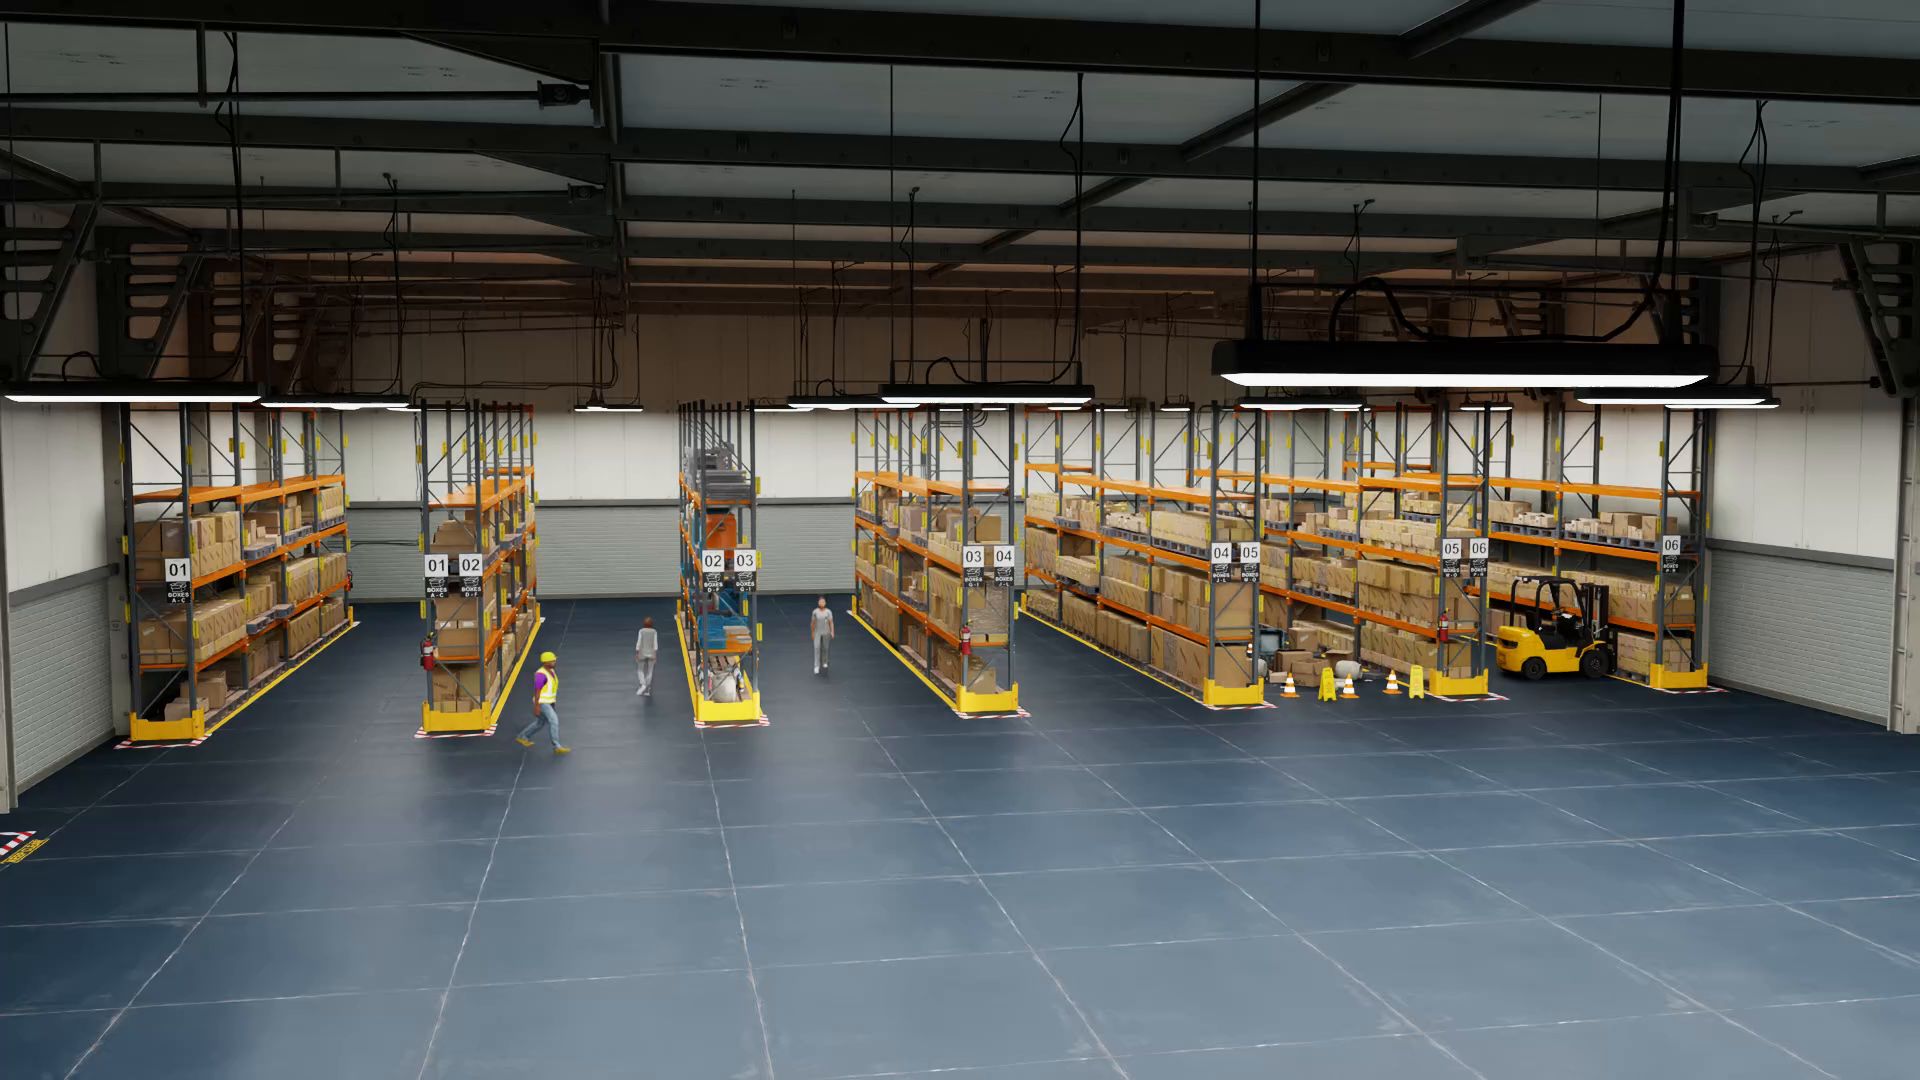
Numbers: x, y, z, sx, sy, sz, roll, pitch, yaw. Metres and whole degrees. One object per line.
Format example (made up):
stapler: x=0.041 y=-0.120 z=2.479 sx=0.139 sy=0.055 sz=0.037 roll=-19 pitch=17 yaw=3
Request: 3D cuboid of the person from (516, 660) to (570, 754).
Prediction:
person: x=-7.059 y=2.762 z=28.148 sx=1.076 sy=1.681 sz=0.582 roll=1 pitch=4 yaw=12

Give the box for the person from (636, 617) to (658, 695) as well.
person: x=-6.358 y=2.369 z=33.749 sx=0.448 sy=1.598 sz=0.426 roll=-1 pitch=4 yaw=-8

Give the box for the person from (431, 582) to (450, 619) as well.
person: x=-13.529 y=1.637 z=43.410 sx=0.639 sy=1.635 sz=0.735 roll=0 pitch=4 yaw=-2

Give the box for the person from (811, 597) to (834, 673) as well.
person: x=-3.066 y=2.090 z=37.085 sx=0.521 sy=1.627 sz=0.993 roll=0 pitch=4 yaw=-2
